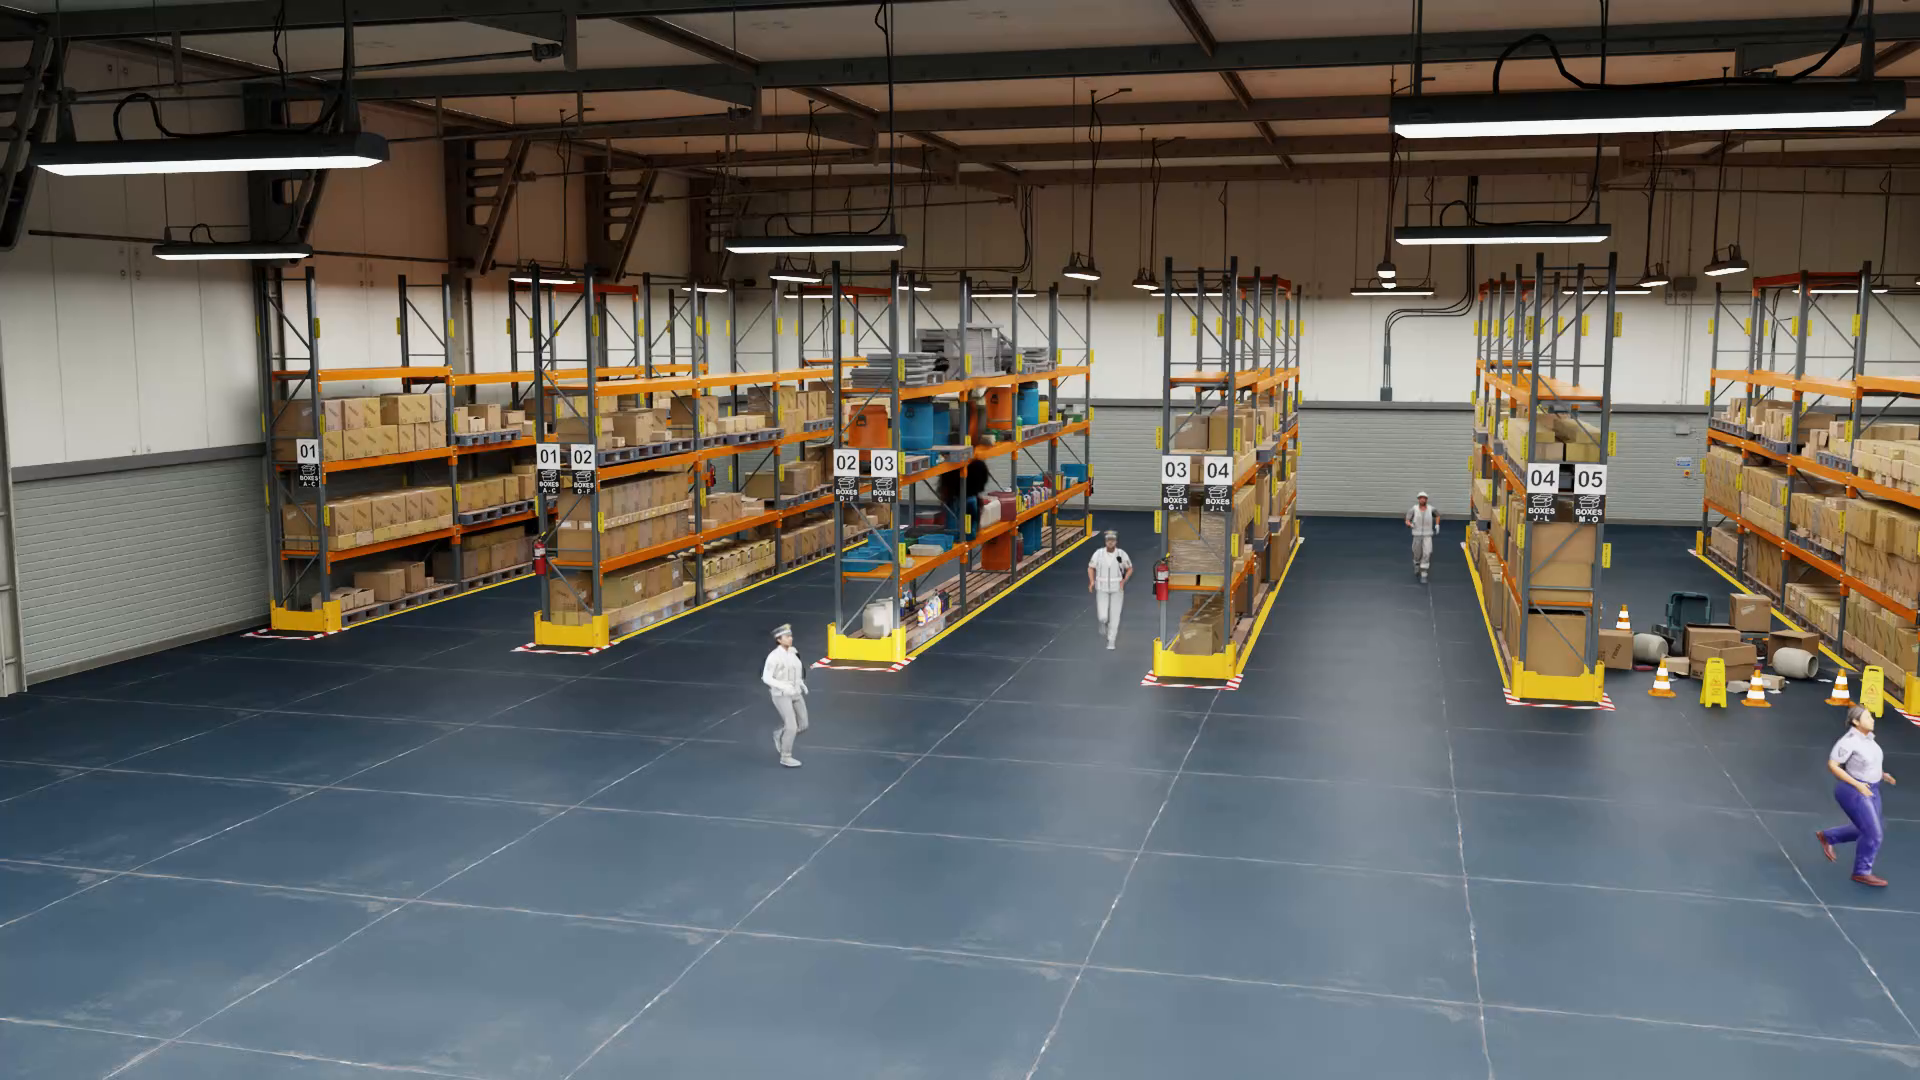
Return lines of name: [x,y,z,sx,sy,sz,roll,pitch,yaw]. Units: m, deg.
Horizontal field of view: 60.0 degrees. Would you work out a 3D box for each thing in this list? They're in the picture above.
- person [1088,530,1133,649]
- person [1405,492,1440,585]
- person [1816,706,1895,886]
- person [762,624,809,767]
person: [2.241,0.717,24.787,0.672,1.758,0.602,1,7,8]
person: [9.166,-0.067,32.955,0.669,1.781,1.019,2,7,14]
person: [8.170,2.308,15.118,0.613,1.589,0.600,-6,9,-39]
person: [-2.001,1.772,19.083,0.573,1.648,0.587,6,9,37]
